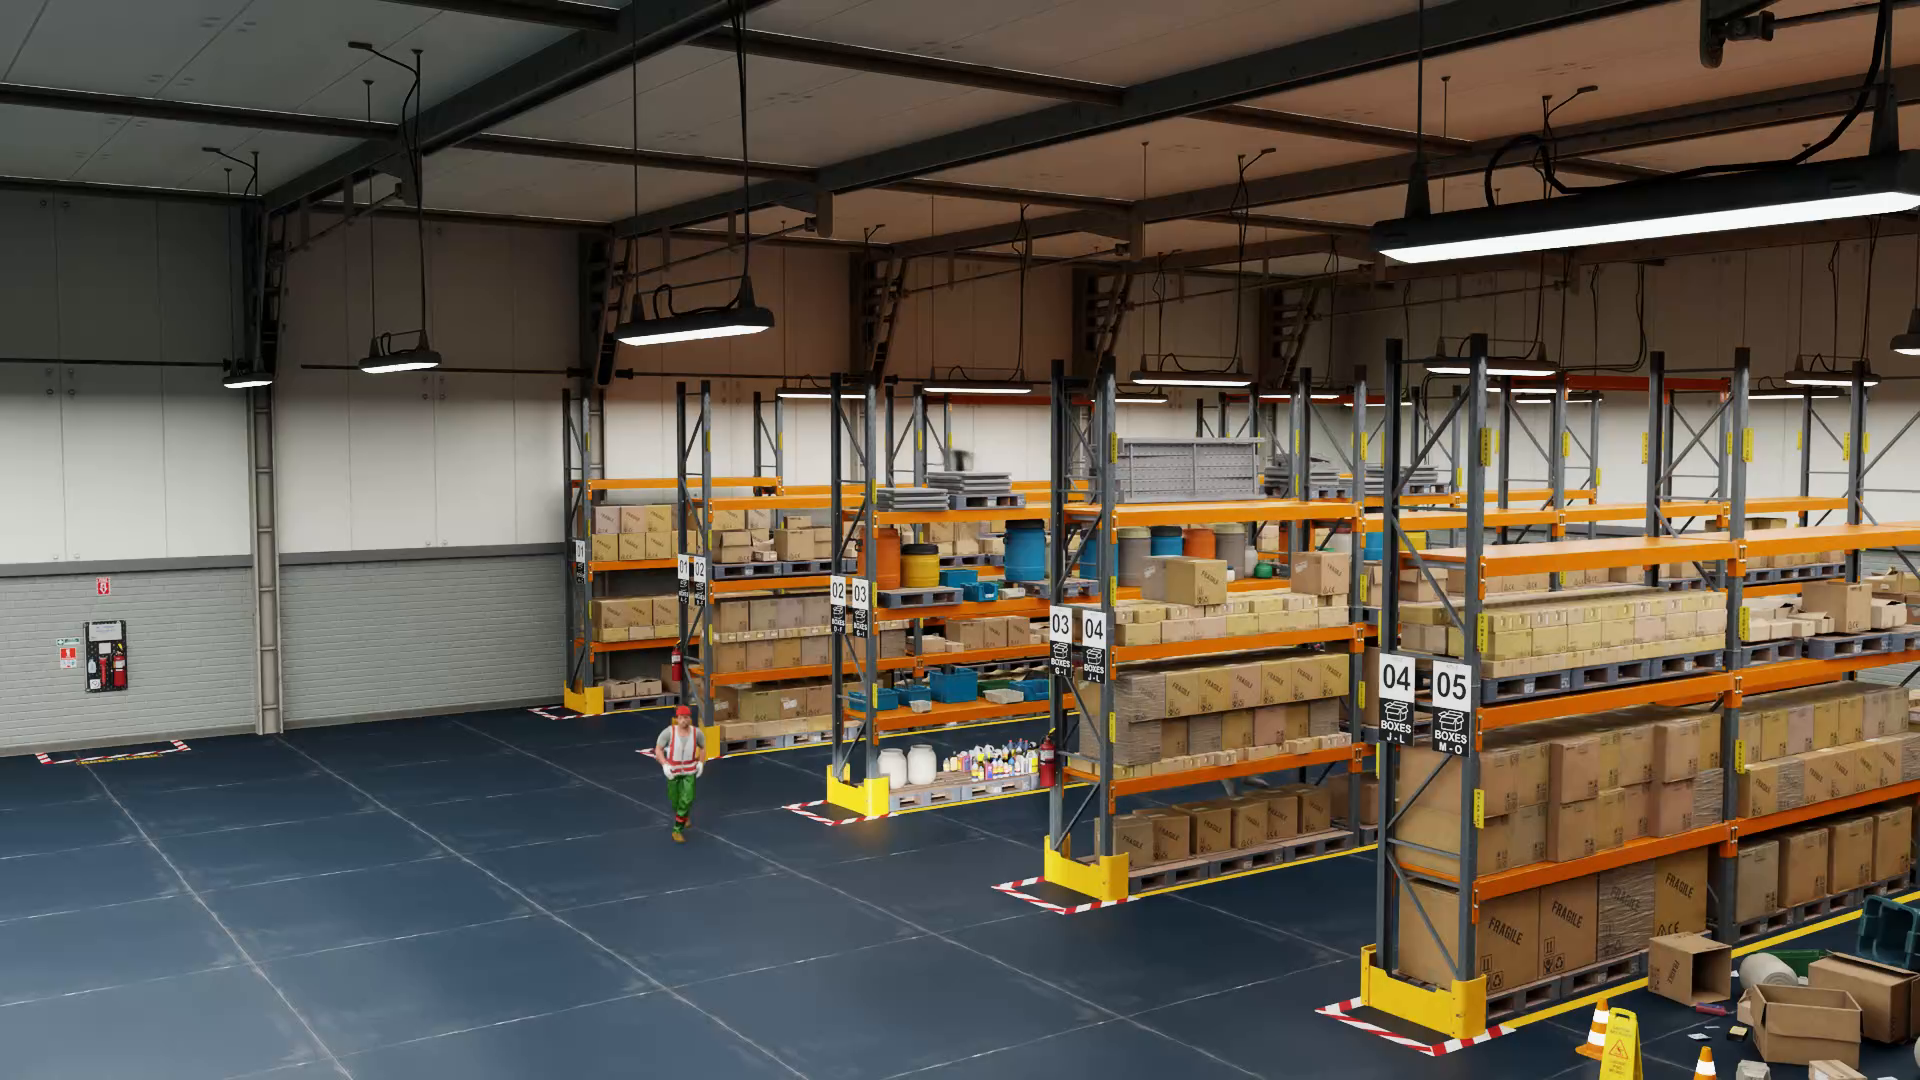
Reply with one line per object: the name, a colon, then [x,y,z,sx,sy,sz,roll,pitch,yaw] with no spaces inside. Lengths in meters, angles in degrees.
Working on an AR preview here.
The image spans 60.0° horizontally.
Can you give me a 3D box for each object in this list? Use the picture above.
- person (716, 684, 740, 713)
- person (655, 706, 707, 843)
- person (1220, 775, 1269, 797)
person: [-4.299,2.389,29.611,0.786,1.844,0.719,1,4,21]
person: [-3.547,2.948,21.186,0.652,1.736,0.629,-1,4,-11]
person: [3.884,3.003,22.817,0.952,1.443,0.534,-2,4,-28]
